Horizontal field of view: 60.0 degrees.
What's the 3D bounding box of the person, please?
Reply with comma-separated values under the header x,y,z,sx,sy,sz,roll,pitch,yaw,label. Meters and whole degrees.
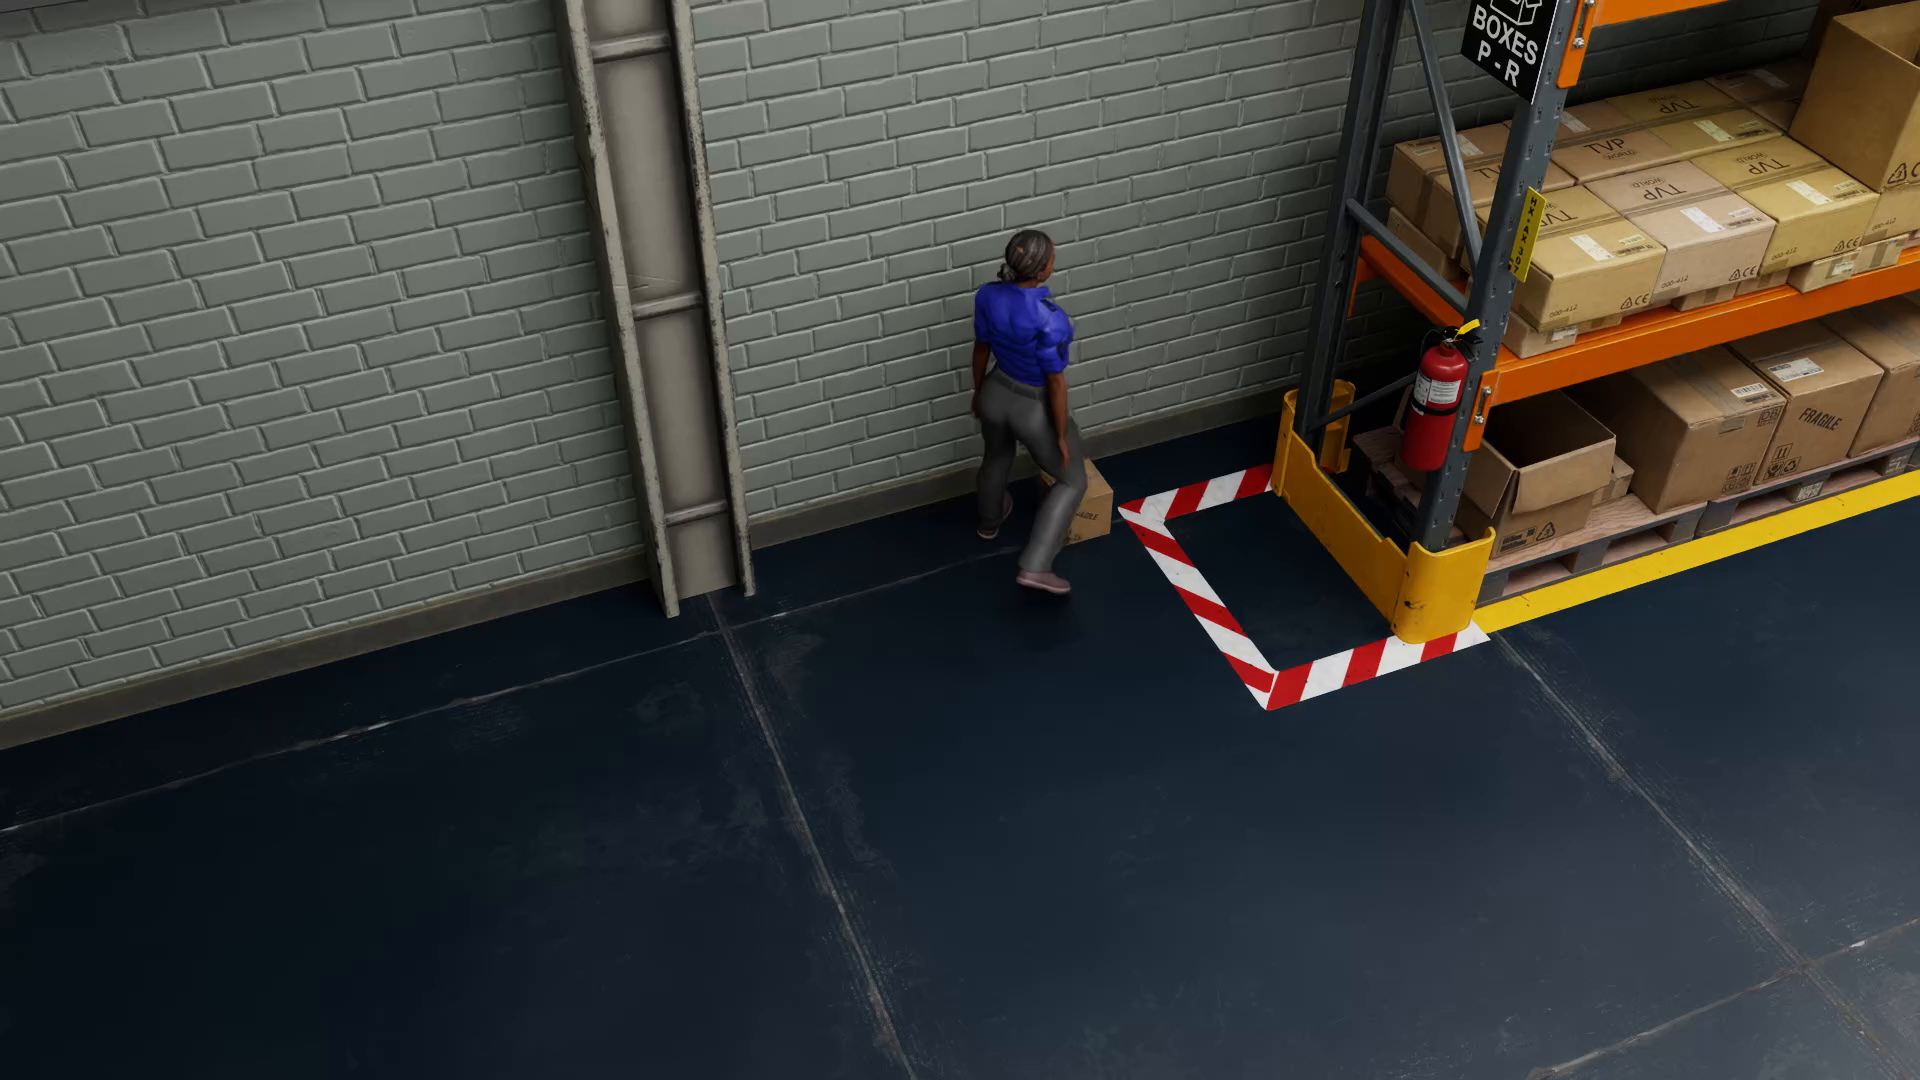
x,y,z,sx,sy,sz,roll,pitch,yaw,label
0.263,-0.521,6.736,0.646,1.641,0.600,26,48,26,person
